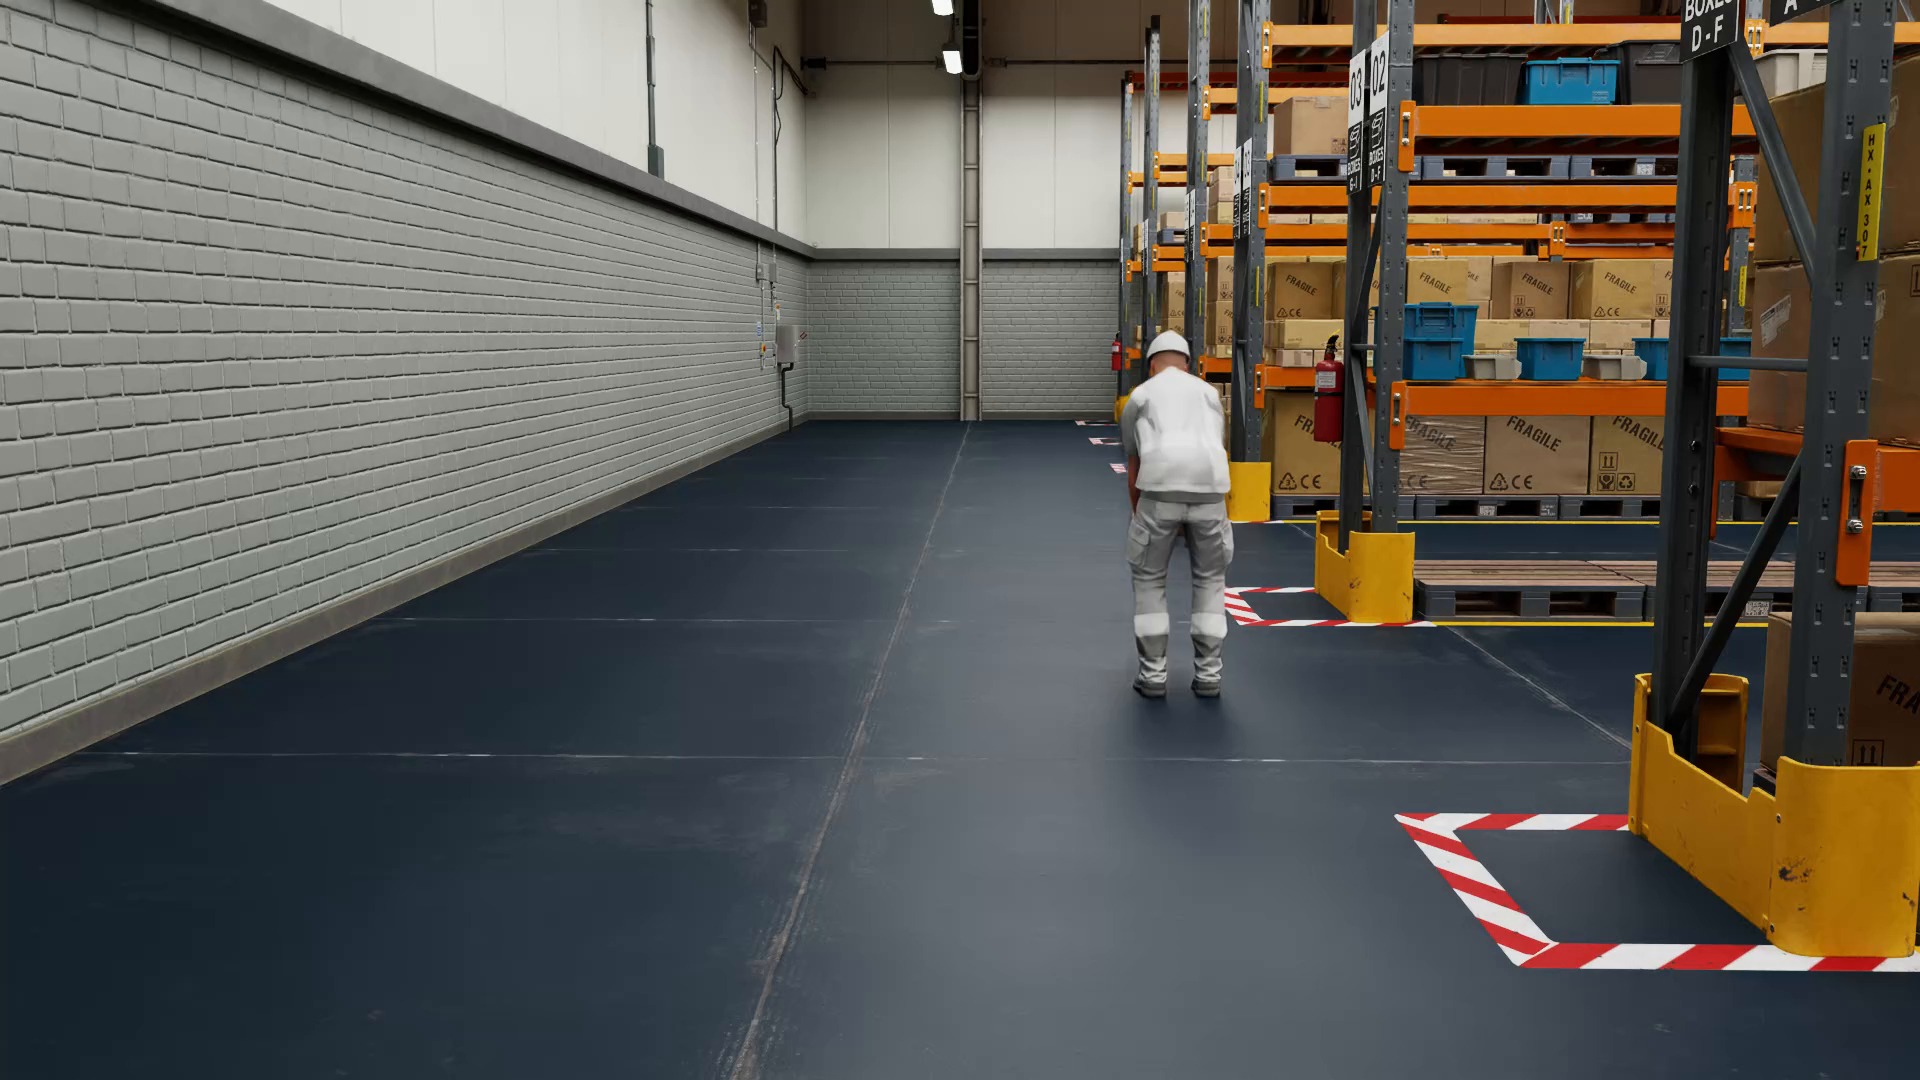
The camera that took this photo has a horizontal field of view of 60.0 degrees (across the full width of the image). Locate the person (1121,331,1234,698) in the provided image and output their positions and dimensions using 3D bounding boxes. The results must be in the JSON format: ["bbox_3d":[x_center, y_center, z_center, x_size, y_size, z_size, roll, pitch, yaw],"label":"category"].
[{"bbox_3d":[0.969,-0.136,7.496,0.485,1.603,0.770,0,7,0],"label":"person"}]
